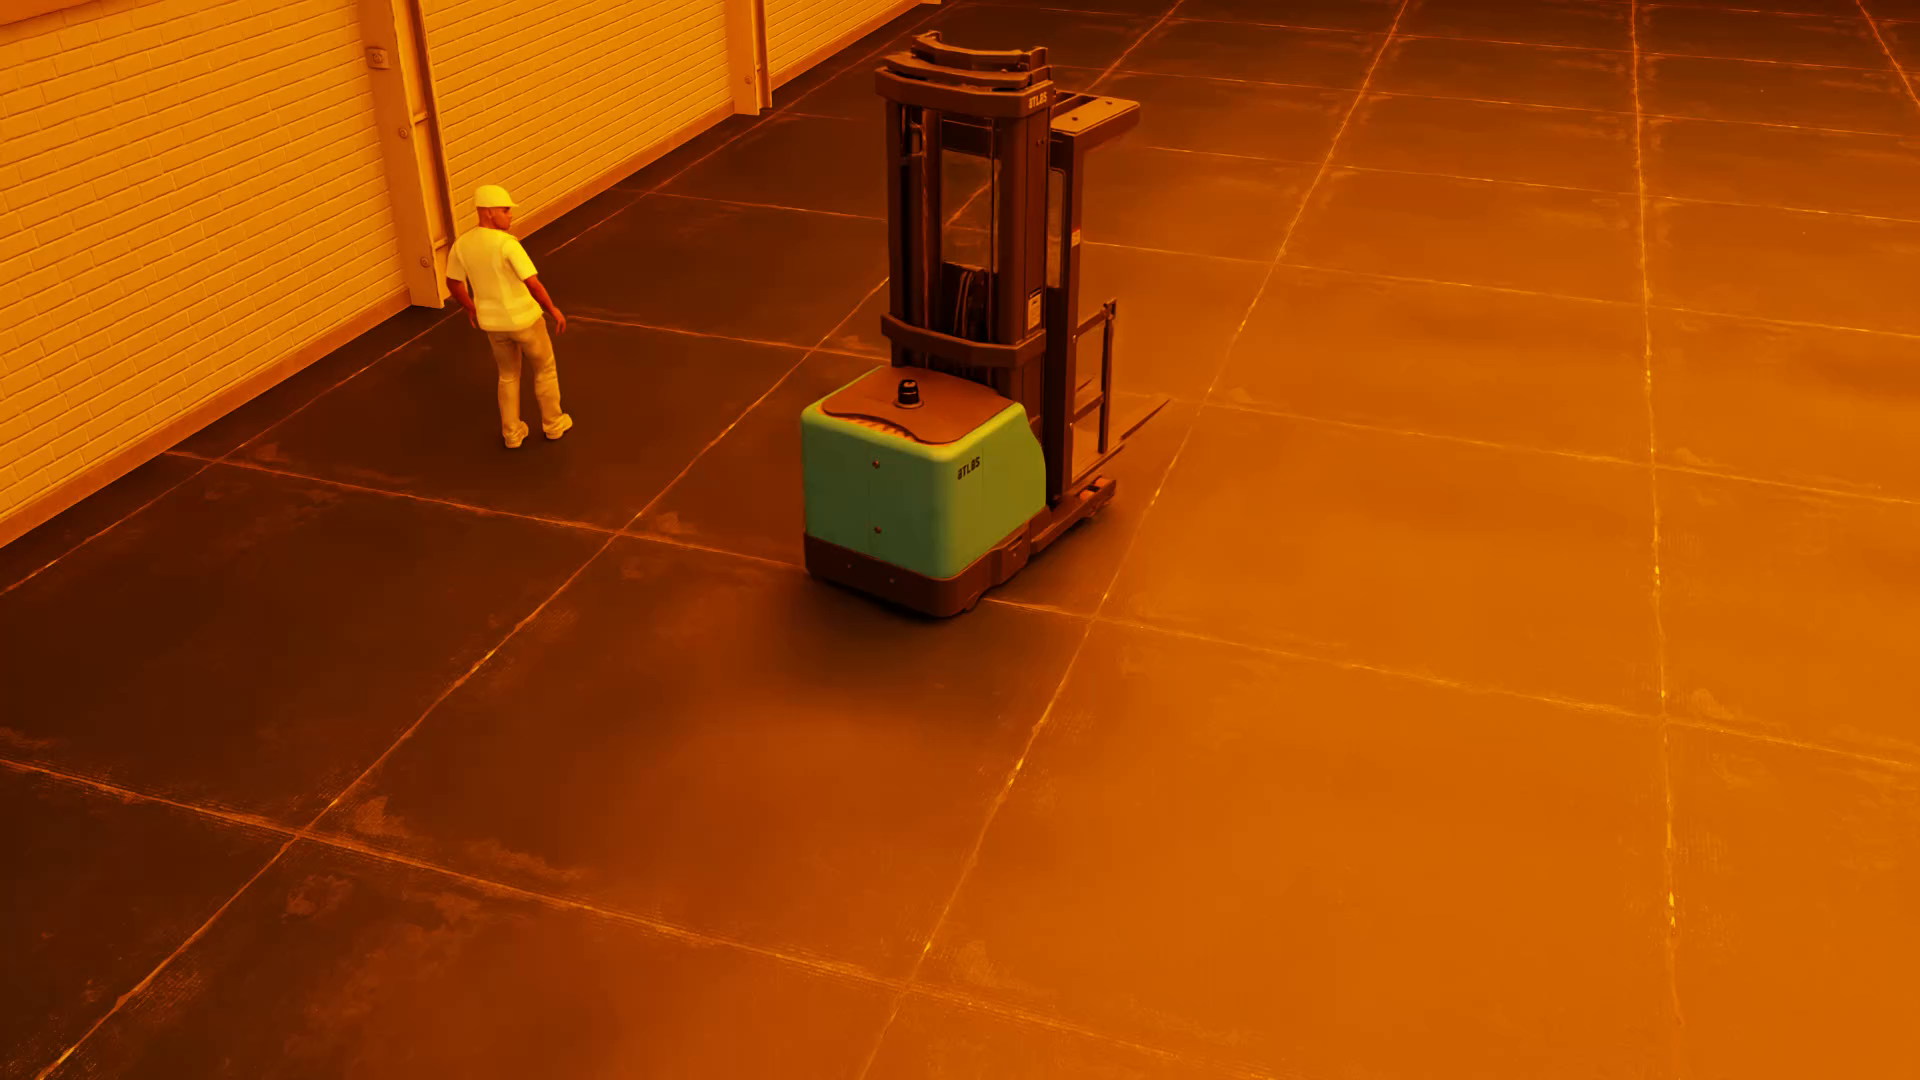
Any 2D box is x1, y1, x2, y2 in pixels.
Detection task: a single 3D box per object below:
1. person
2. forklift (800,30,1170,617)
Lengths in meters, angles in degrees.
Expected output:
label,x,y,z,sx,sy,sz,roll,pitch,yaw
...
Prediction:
label,x,y,z,sx,sy,sz,roll,pitch,yaw
person,-2.933,-1.477,10.927,0.795,1.745,0.524,8,31,14
forklift,0.328,-1.532,9.824,1.130,2.935,3.031,18,34,29
